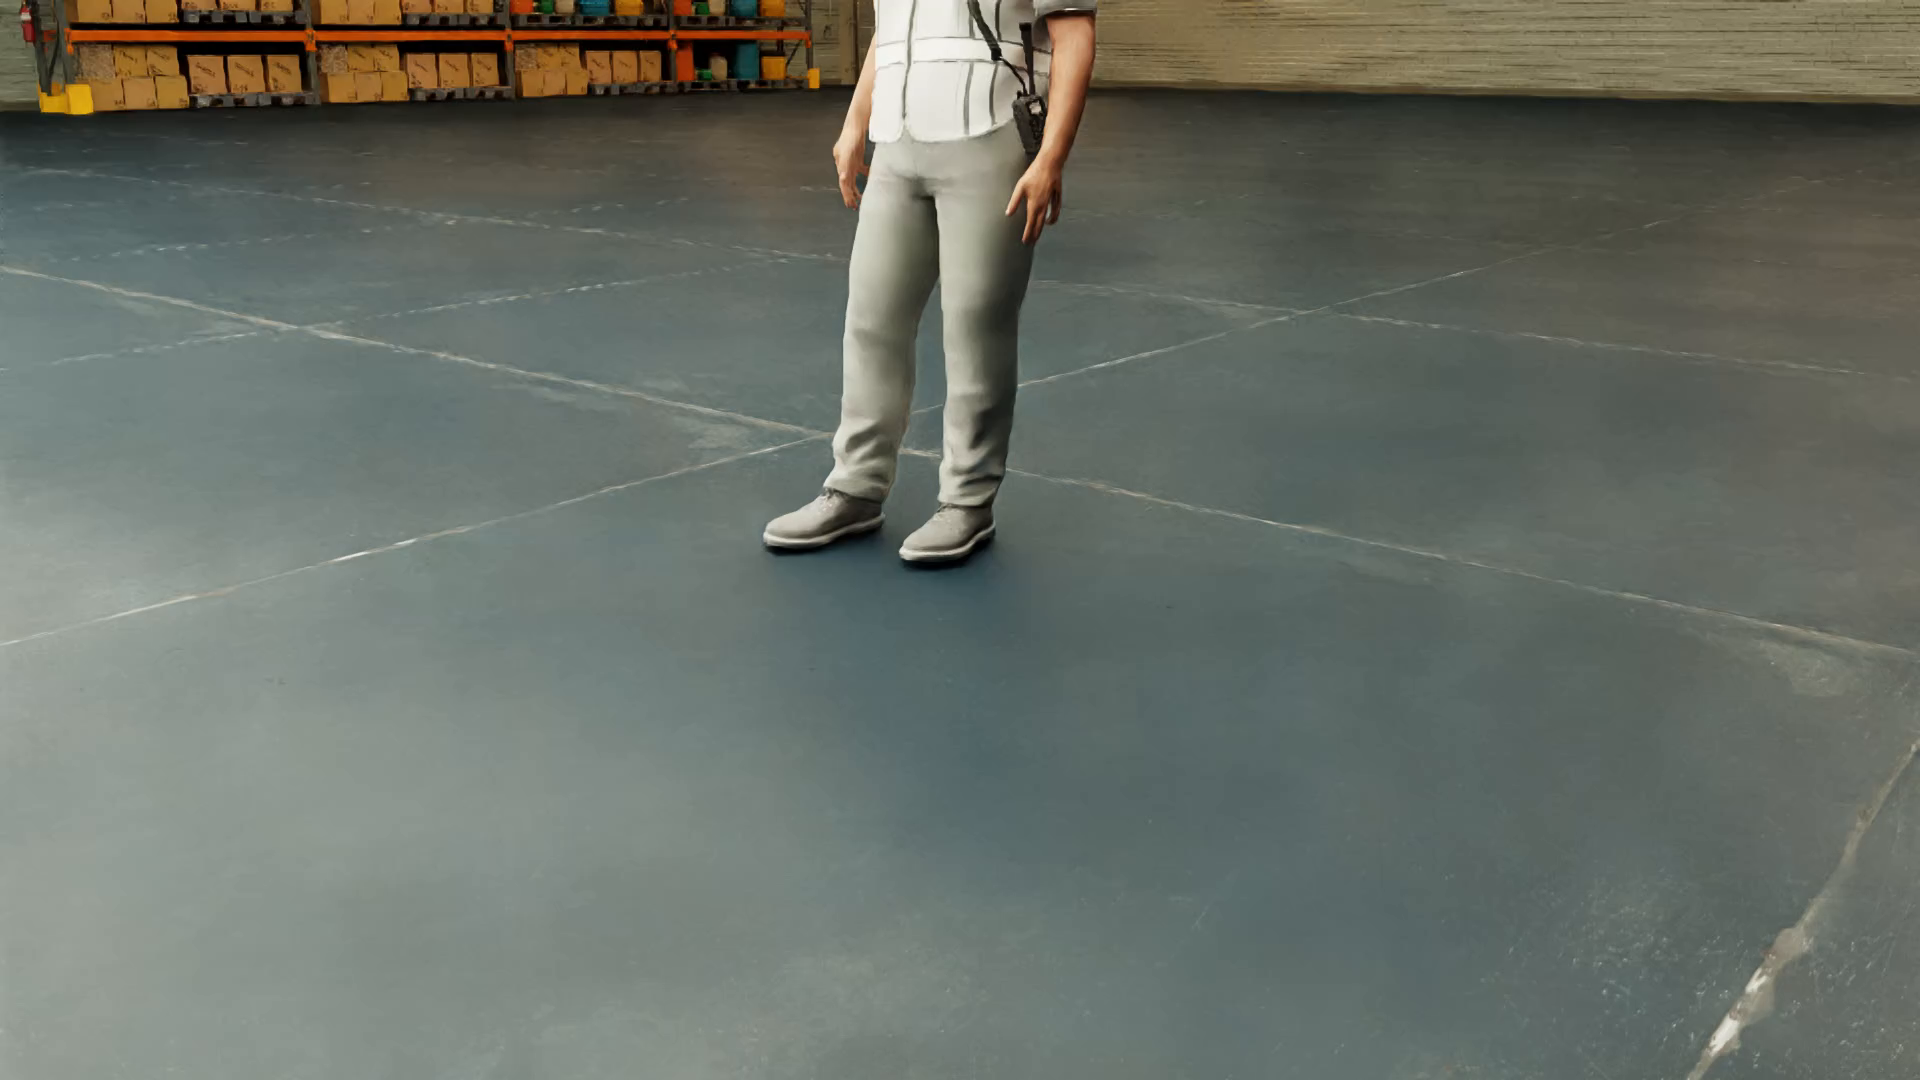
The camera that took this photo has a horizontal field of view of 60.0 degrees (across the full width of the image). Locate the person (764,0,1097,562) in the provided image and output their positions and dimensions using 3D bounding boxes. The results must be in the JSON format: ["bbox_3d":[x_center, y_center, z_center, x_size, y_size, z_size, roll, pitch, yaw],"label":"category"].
[{"bbox_3d":[-0.059,-0.844,3.631,0.640,1.778,0.574,13,21,37],"label":"person"}]
